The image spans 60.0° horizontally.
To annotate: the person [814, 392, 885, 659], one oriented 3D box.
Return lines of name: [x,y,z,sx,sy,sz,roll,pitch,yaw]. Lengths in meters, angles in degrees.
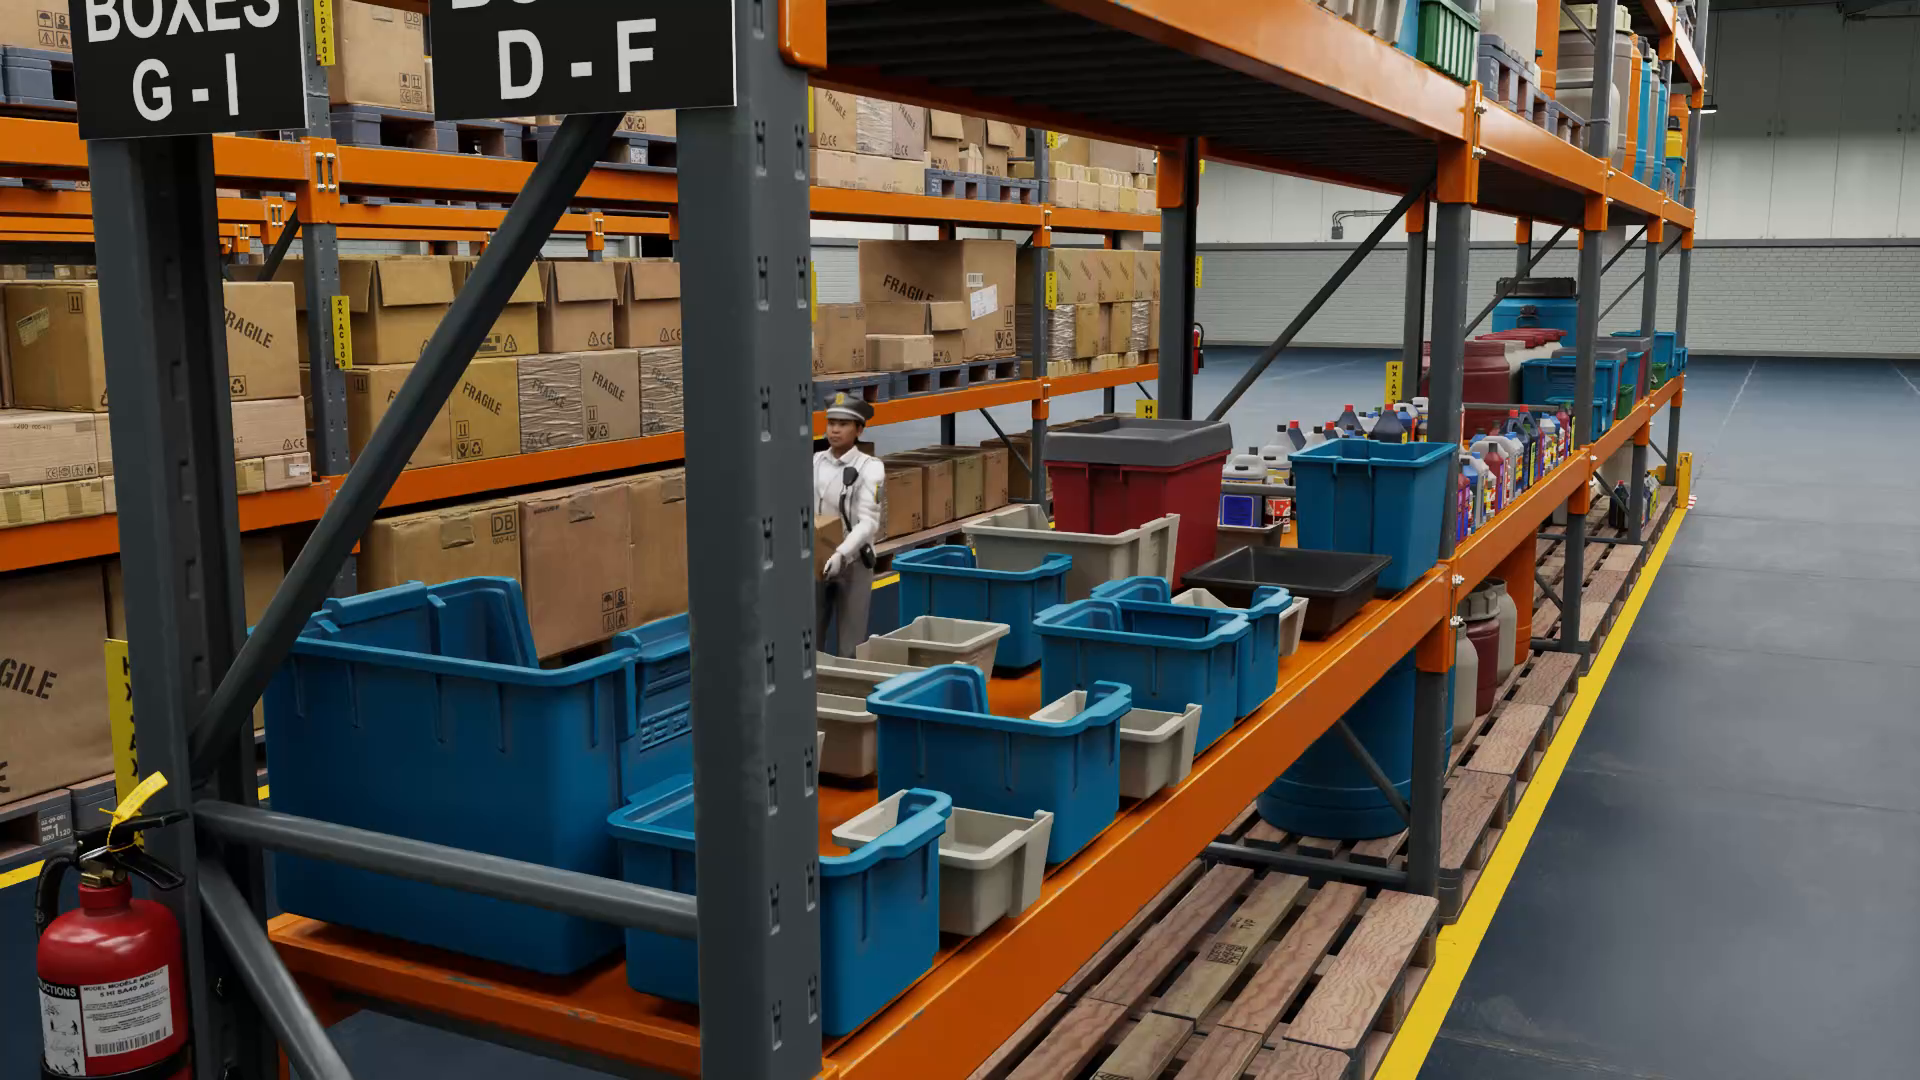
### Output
person: [-0.606,0.154,7.818,0.466,1.693,0.554,4,10,26]
